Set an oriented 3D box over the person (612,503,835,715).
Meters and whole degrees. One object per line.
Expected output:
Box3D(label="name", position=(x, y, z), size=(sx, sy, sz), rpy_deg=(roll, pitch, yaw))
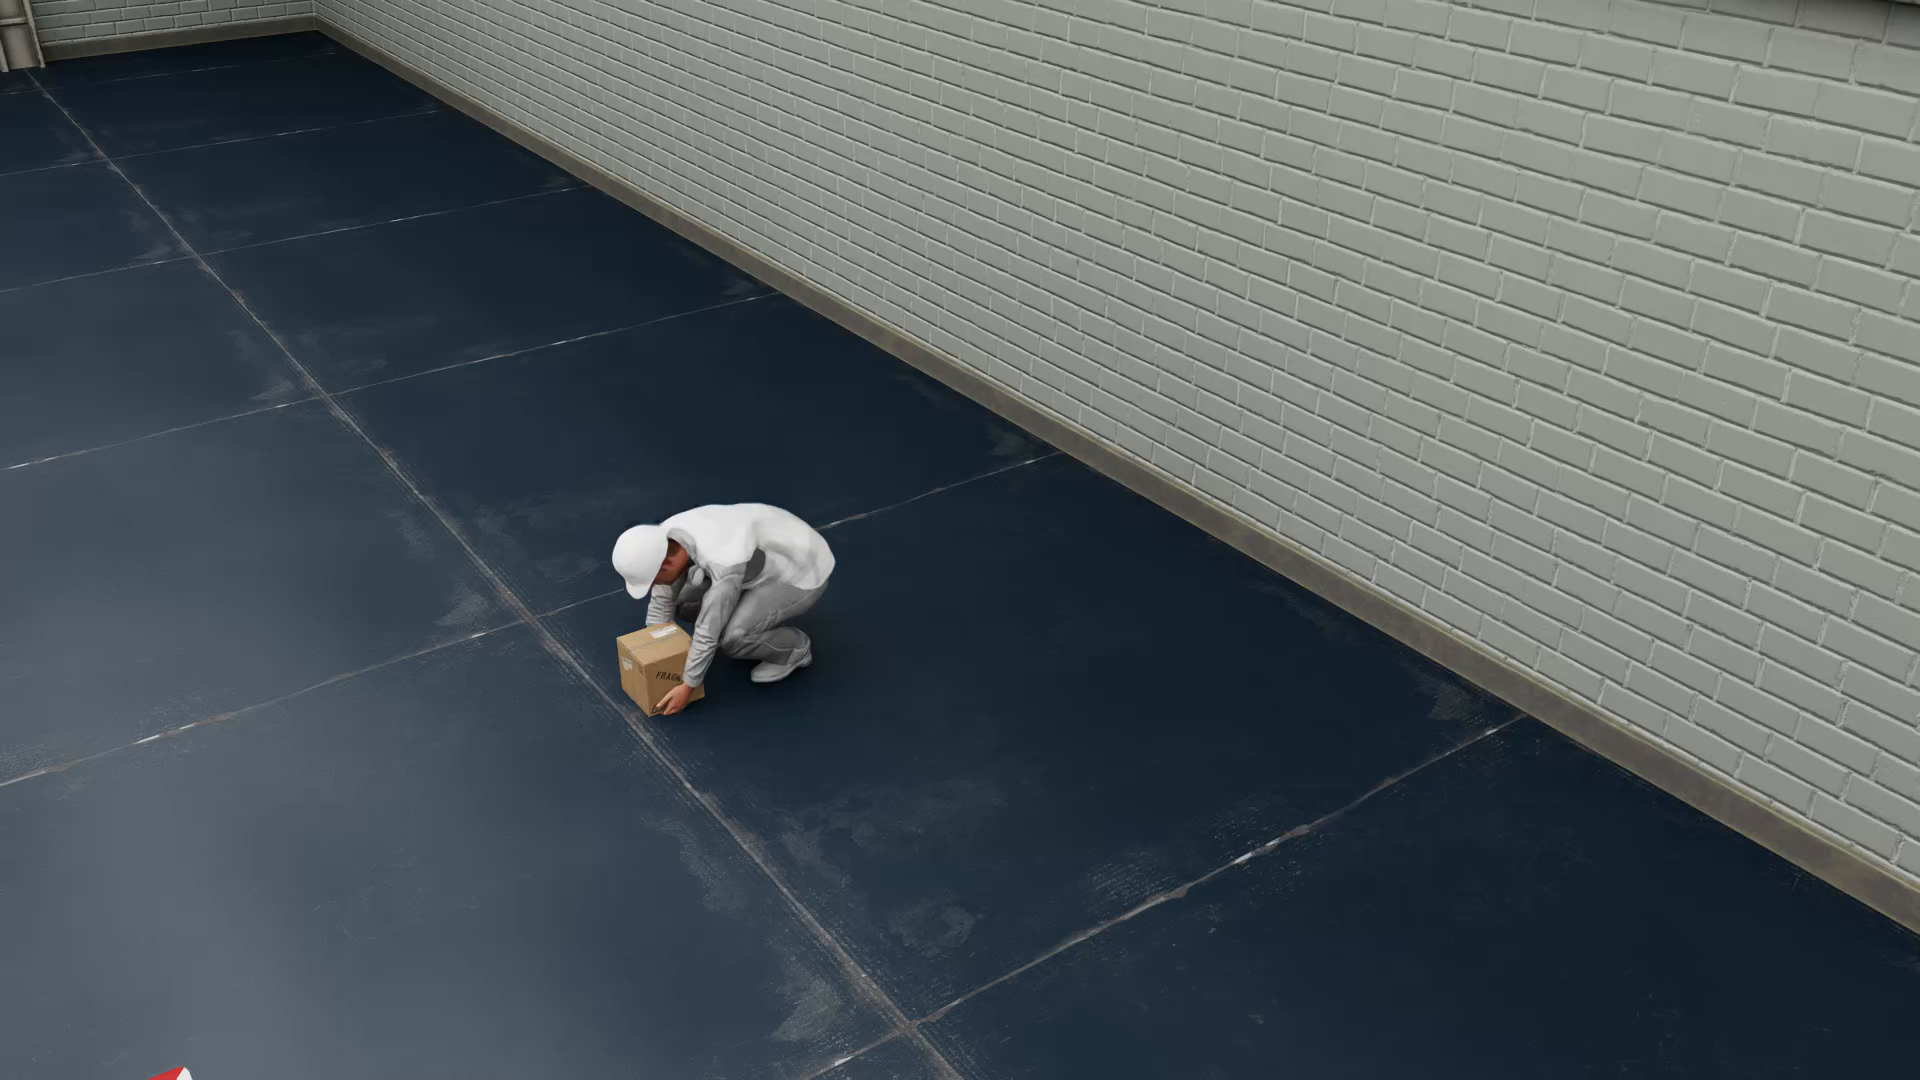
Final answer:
Box3D(label="person", position=(-0.962, 0.216, 6.772), size=(0.945, 0.862, 0.528), rpy_deg=(-19, 34, -31))
